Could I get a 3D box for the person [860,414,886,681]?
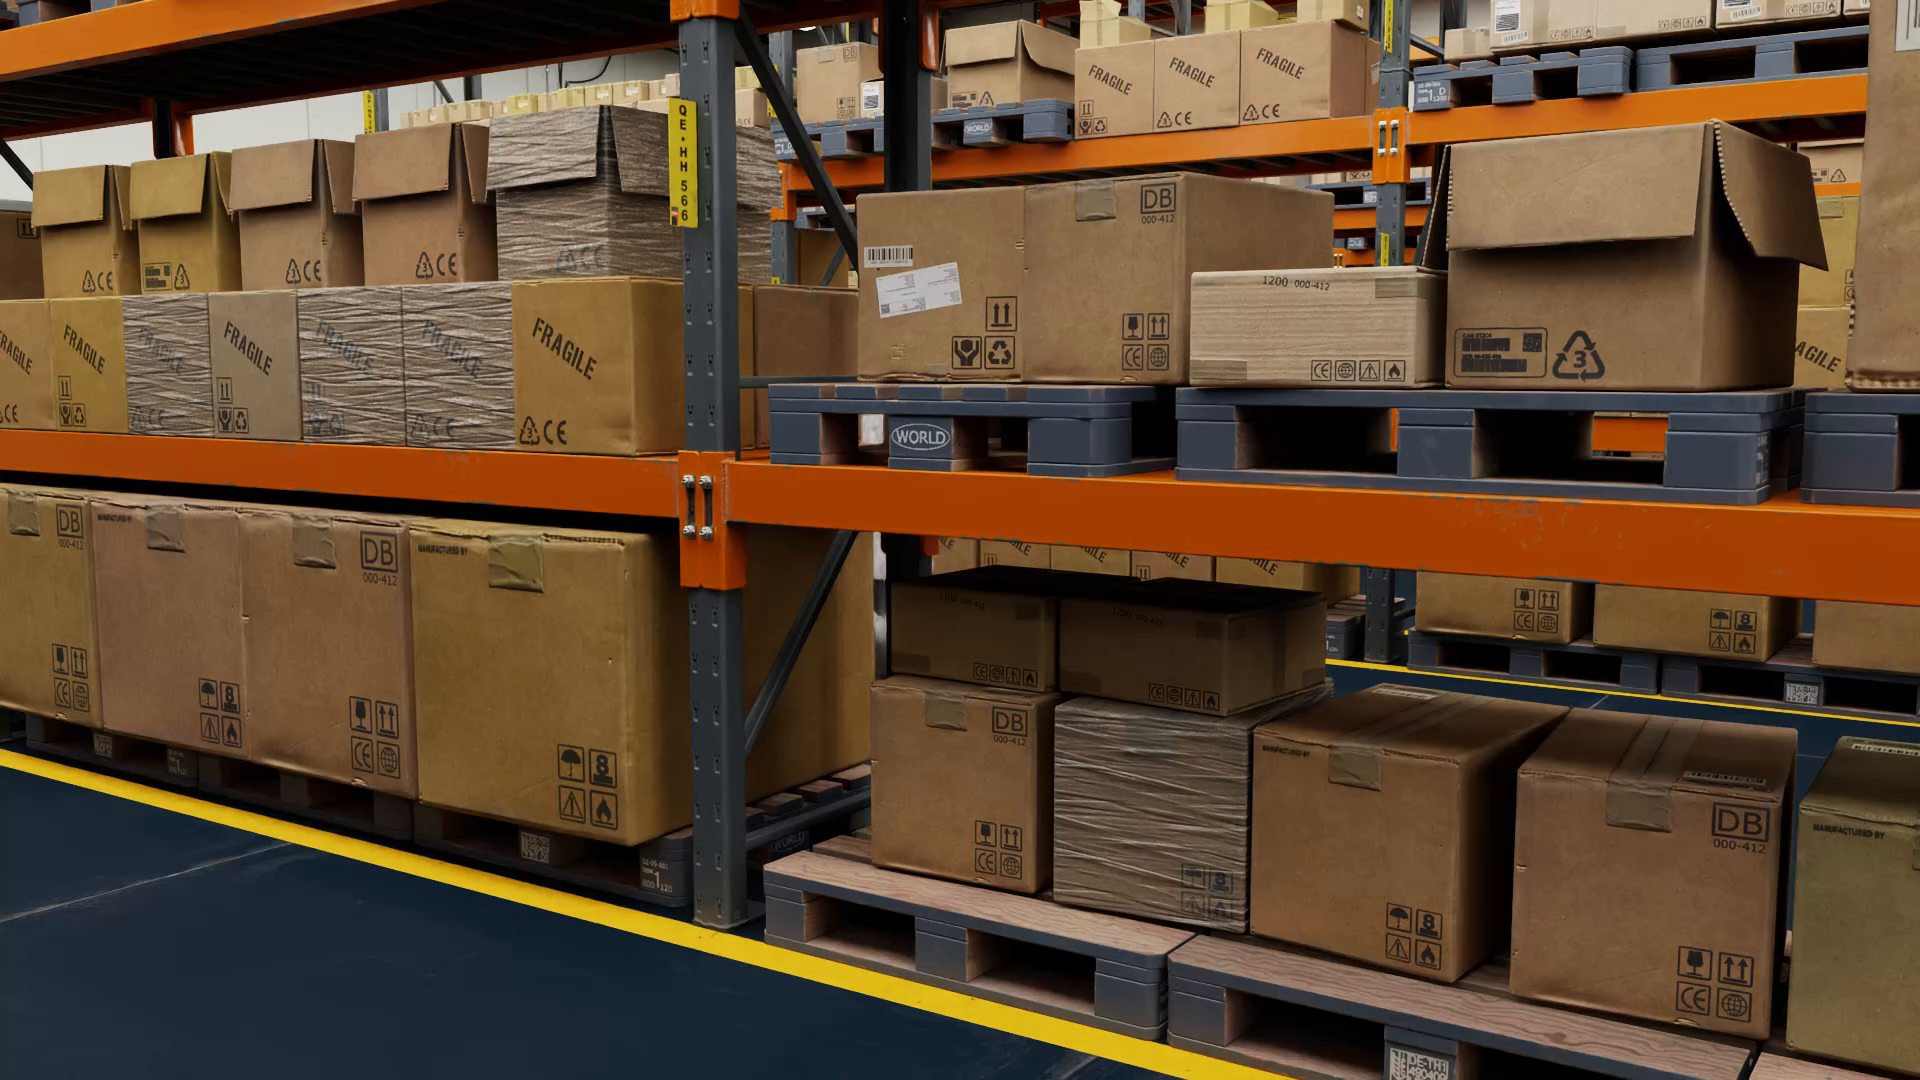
[{"bbox_3d":[-0.295,-0.073,6.972,0.600,1.774,0.656,2,7,21],"label":"person"}]
